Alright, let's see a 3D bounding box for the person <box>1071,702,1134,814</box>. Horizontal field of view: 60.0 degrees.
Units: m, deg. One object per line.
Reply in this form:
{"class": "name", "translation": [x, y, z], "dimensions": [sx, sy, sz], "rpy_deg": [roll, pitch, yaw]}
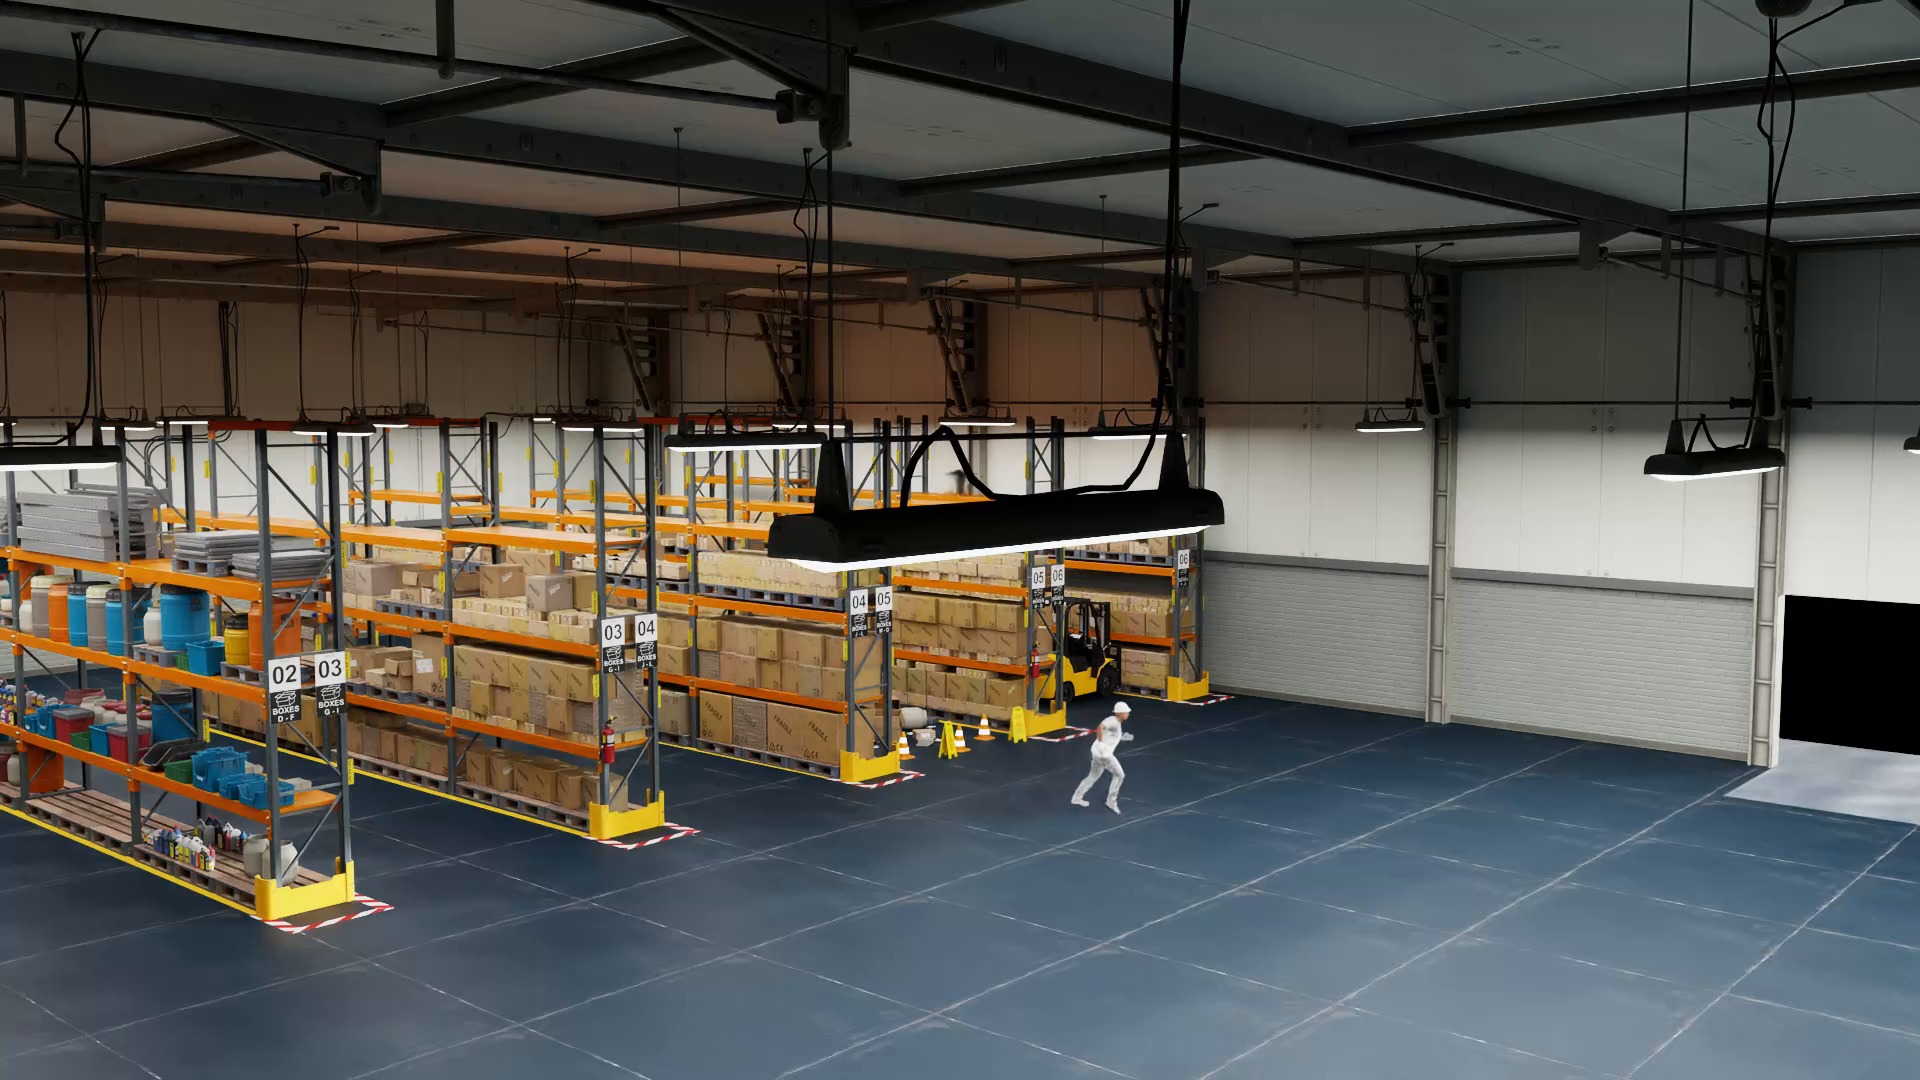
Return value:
{"class": "person", "translation": [2.202, 3.371, 25.649], "dimensions": [0.967, 1.762, 0.717], "rpy_deg": [0, 5, -1]}

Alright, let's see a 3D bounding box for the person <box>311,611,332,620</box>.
{"class": "person", "translation": [-15.162, 2.225, 39.587], "dimensions": [0.558, 1.713, 0.816], "rpy_deg": [-1, 5, -15]}
